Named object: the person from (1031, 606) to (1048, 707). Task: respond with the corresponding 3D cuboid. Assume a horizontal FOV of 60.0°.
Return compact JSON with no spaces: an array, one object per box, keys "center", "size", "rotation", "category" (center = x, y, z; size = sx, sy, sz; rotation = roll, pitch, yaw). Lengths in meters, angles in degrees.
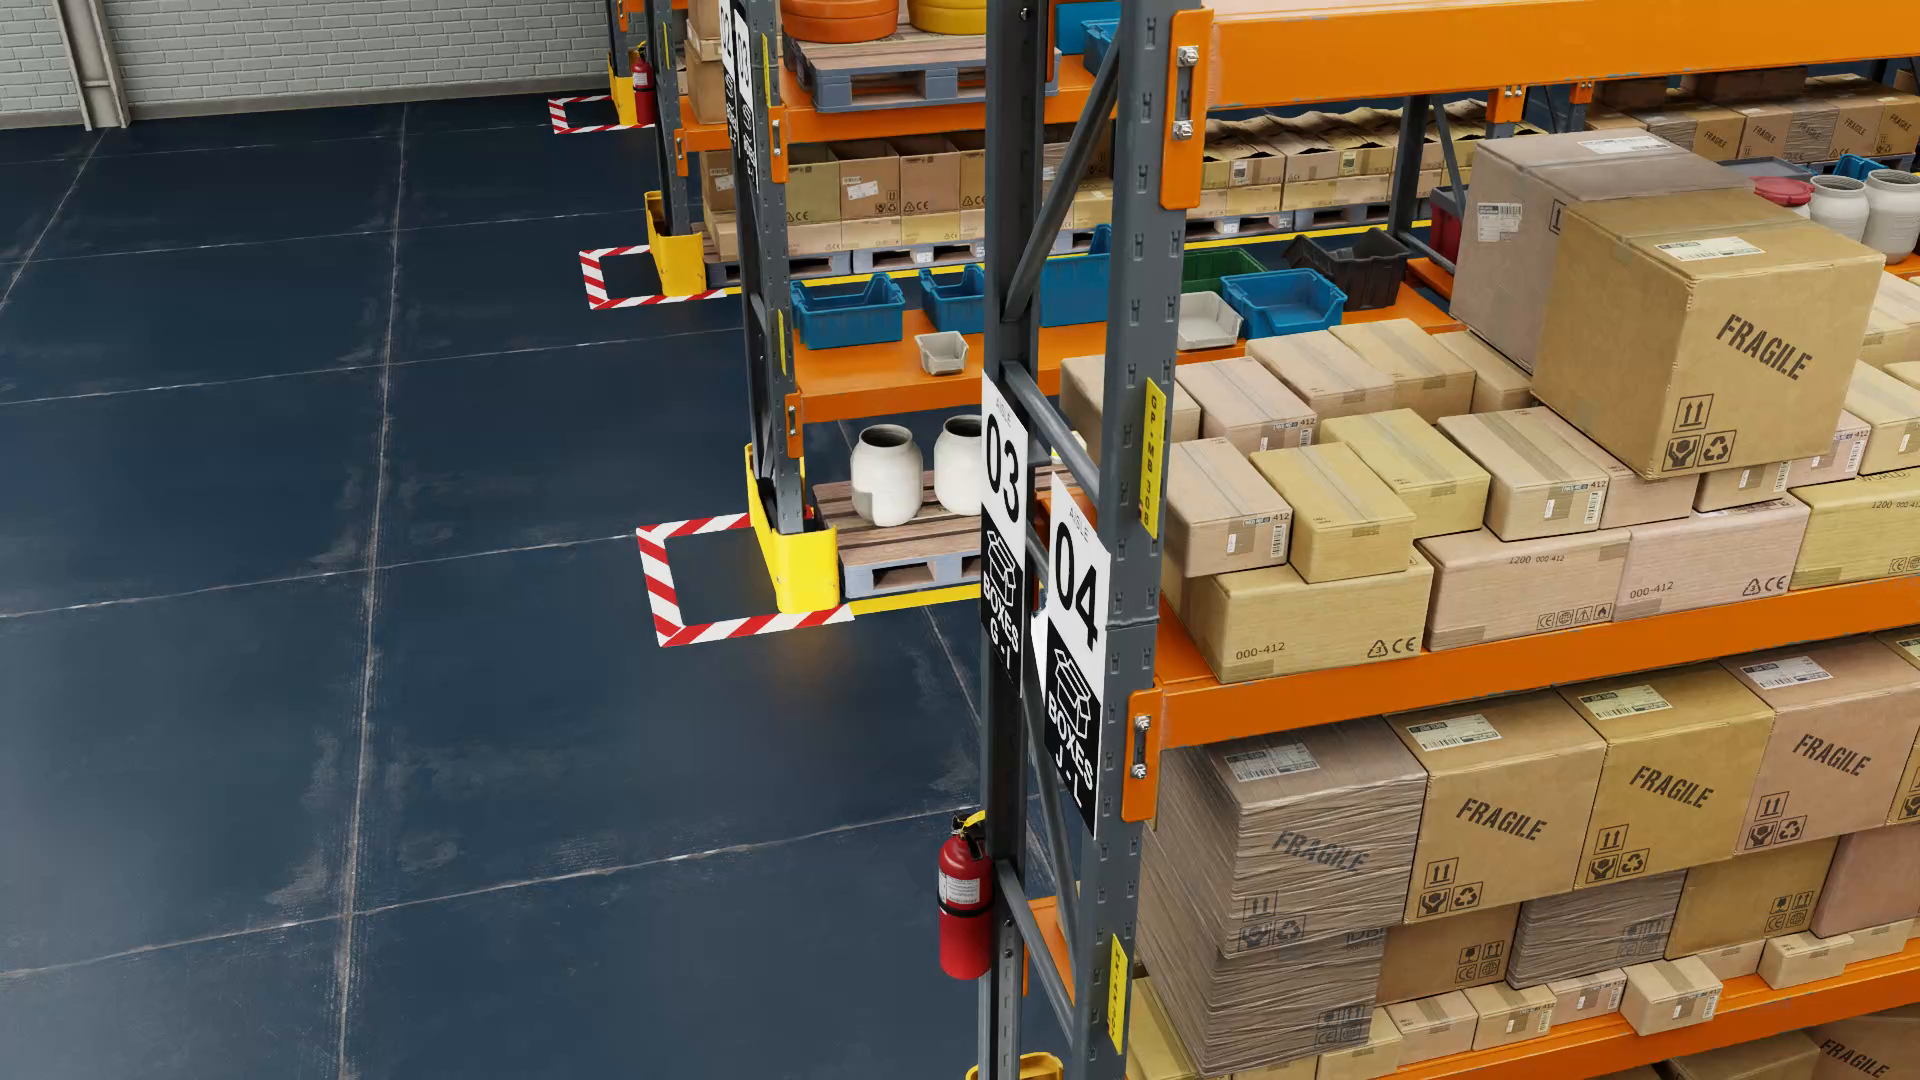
[{"center":[0.631,0.568,8.113],"size":[0.895,0.895,0.560],"rotation":[-8,31,-13],"category":"person"}]
